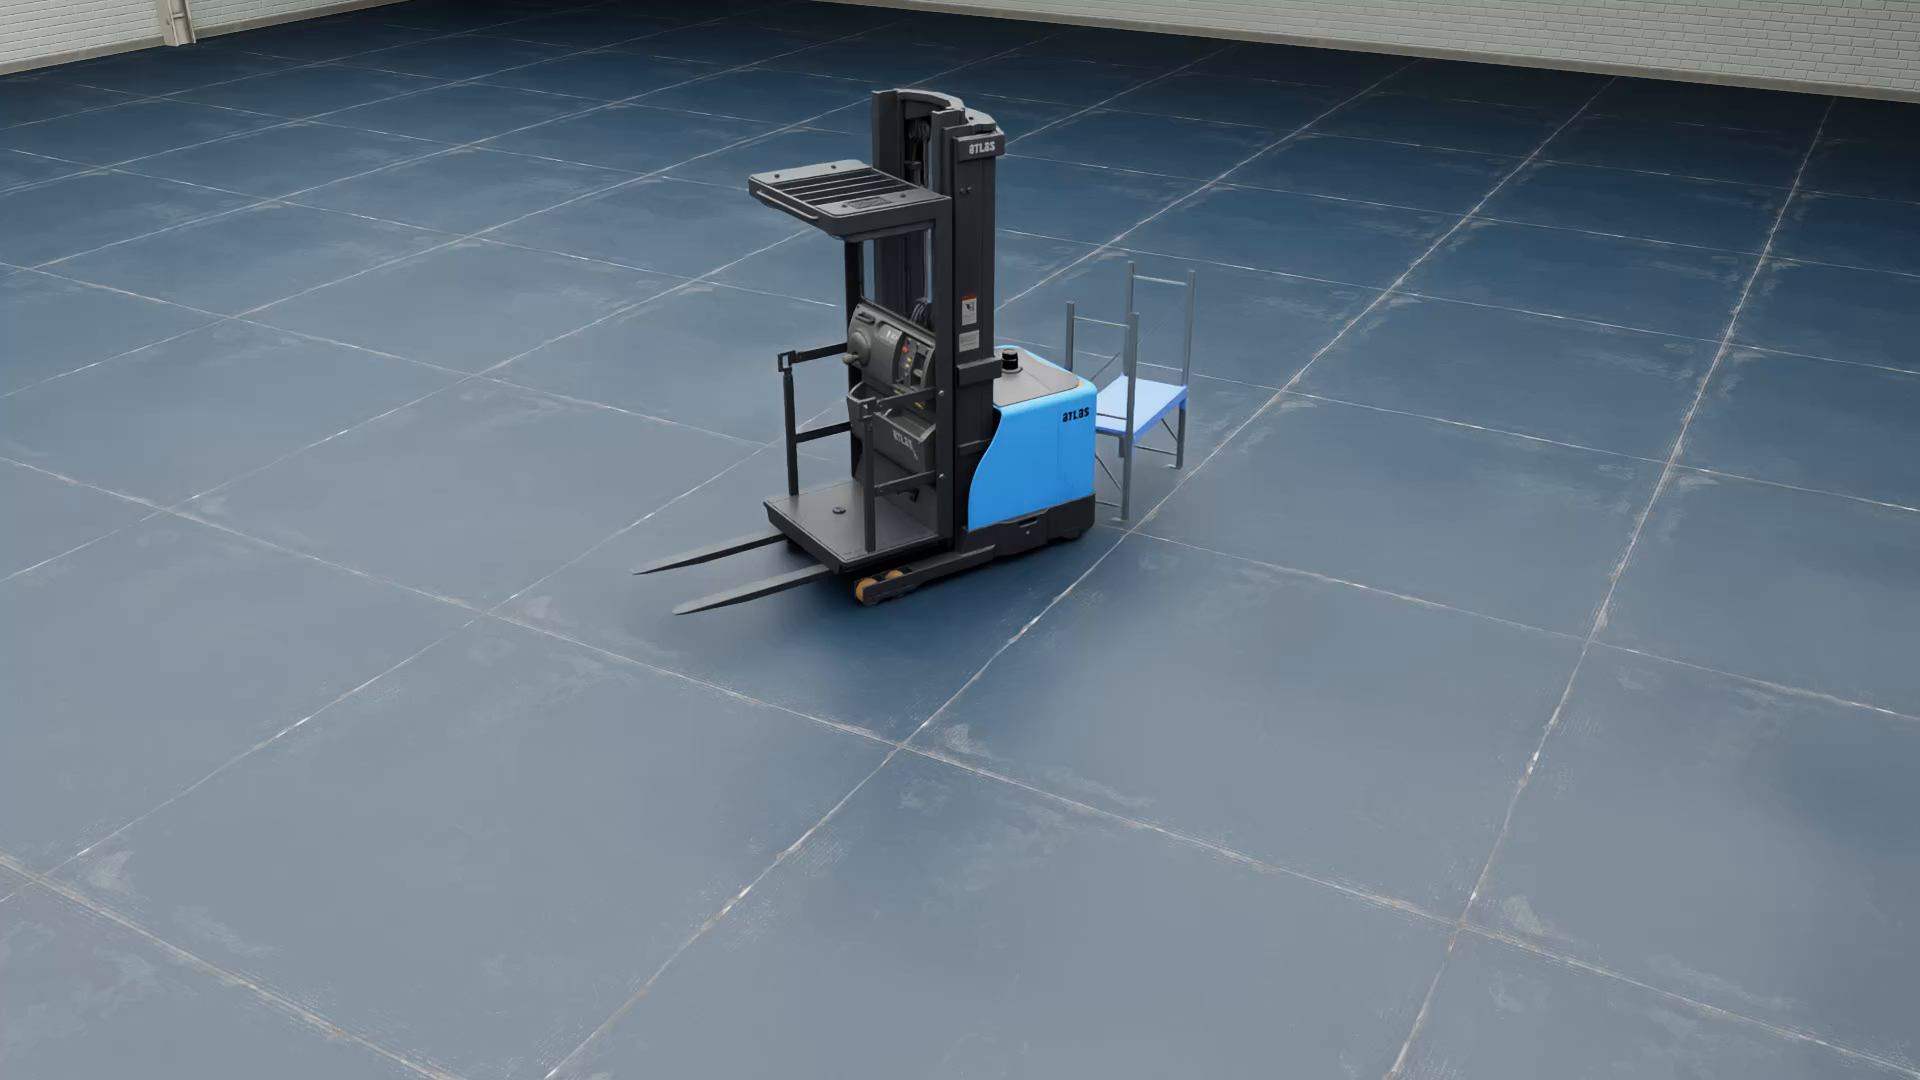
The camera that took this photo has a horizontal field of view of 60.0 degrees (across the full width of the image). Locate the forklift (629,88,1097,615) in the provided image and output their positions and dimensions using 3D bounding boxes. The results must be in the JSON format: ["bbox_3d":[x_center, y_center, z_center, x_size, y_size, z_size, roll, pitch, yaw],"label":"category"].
[{"bbox_3d":[-0.603,-1.172,10.237,3.031,2.935,1.130,-17,31,-30],"label":"forklift"}]

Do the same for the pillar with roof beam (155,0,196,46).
[{"bbox_3d":[-9.226,-11.334,23.759,9.100,9.000,0.400,14,30,26],"label":"pillar with roof beam"}]

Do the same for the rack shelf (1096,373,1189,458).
[{"bbox_3d":[1.170,-0.886,11.666,0.538,0.185,1.000,13,30,25],"label":"rack shelf"}]

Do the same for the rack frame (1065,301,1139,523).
[{"bbox_3d":[0.931,-0.846,11.184,0.500,1.500,0.032,13,30,25],"label":"rack frame"}]

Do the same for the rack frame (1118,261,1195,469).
[{"bbox_3d":[1.409,-1.248,11.987,0.500,1.500,0.032,13,30,25],"label":"rack frame"}]

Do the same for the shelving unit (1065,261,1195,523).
[{"bbox_3d":[1.170,-1.047,11.586,0.538,1.500,1.048,13,30,25],"label":"shelving unit"}]
